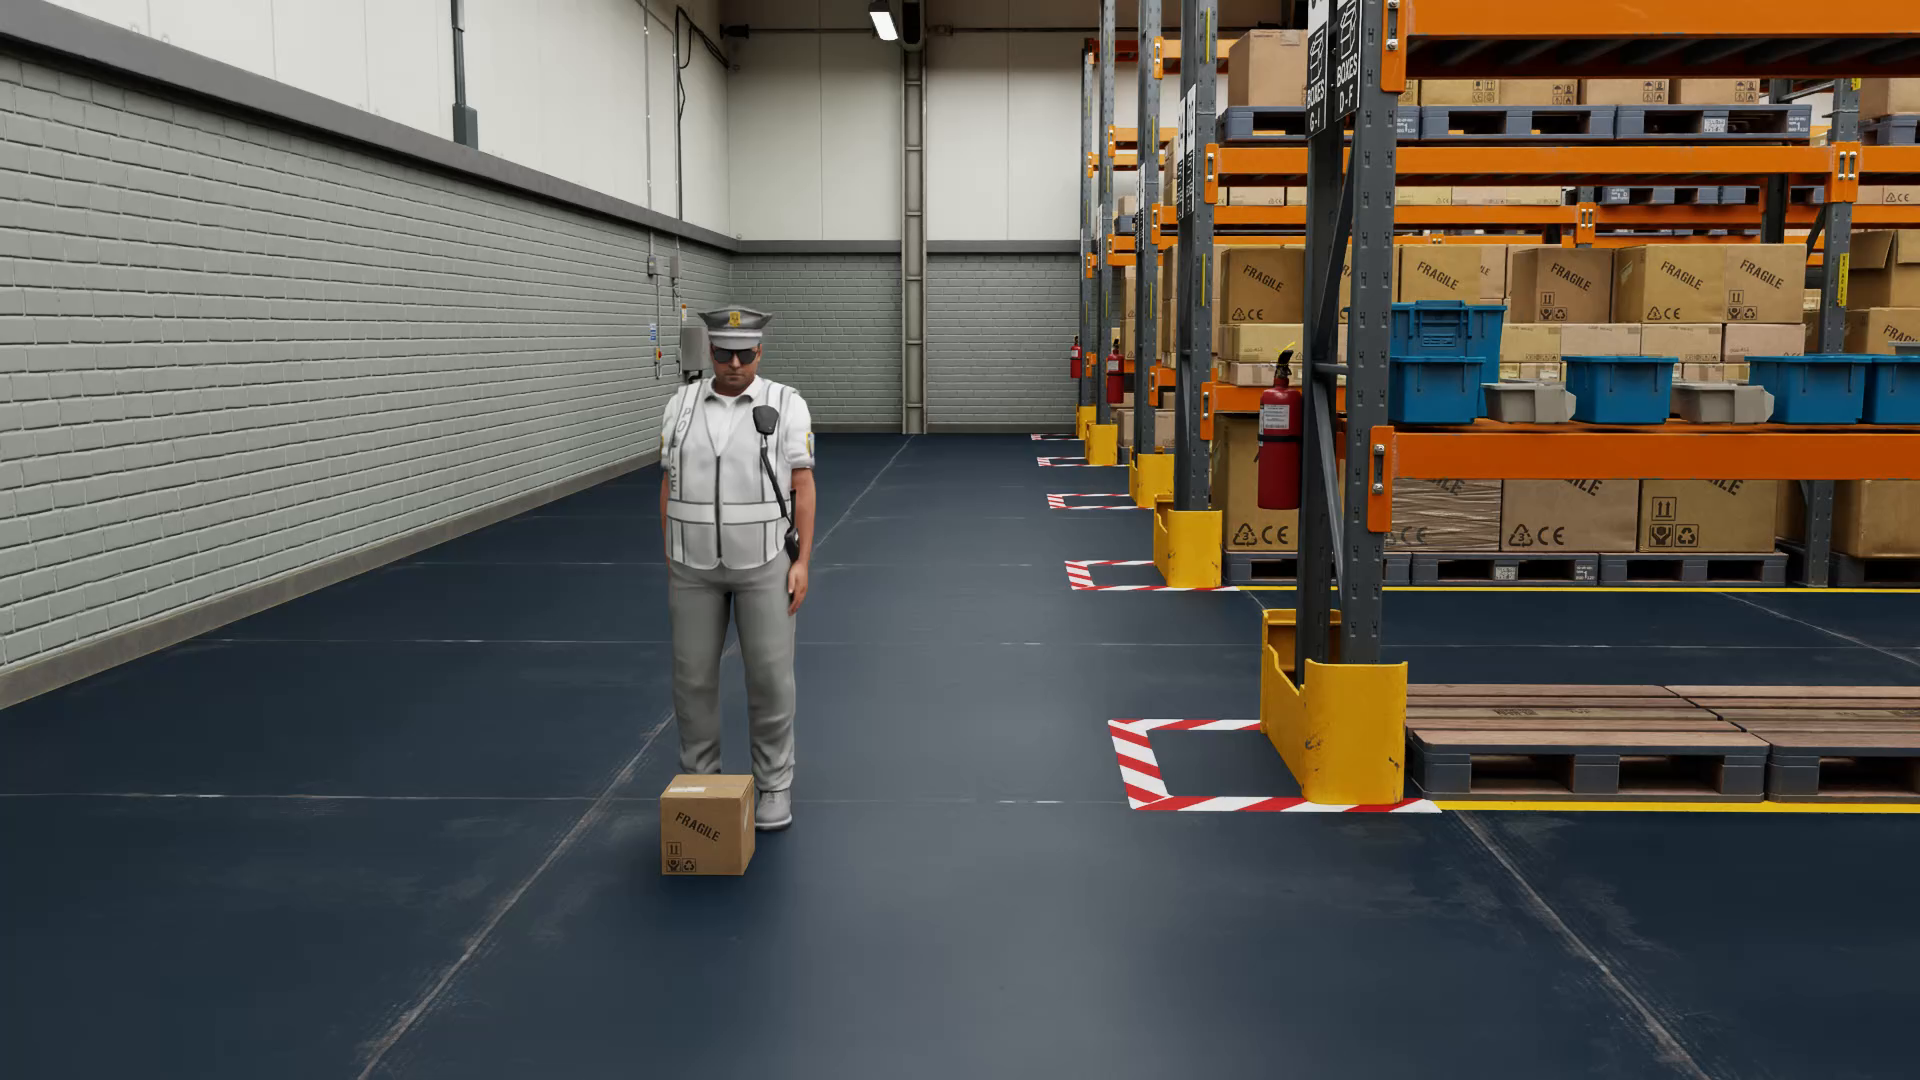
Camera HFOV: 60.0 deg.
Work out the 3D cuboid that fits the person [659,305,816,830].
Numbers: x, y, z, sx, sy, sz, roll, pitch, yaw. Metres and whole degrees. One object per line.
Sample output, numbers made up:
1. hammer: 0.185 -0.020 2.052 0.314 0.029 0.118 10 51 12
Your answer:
1. person: -0.749 0.090 5.588 0.529 1.742 0.392 0 7 2
